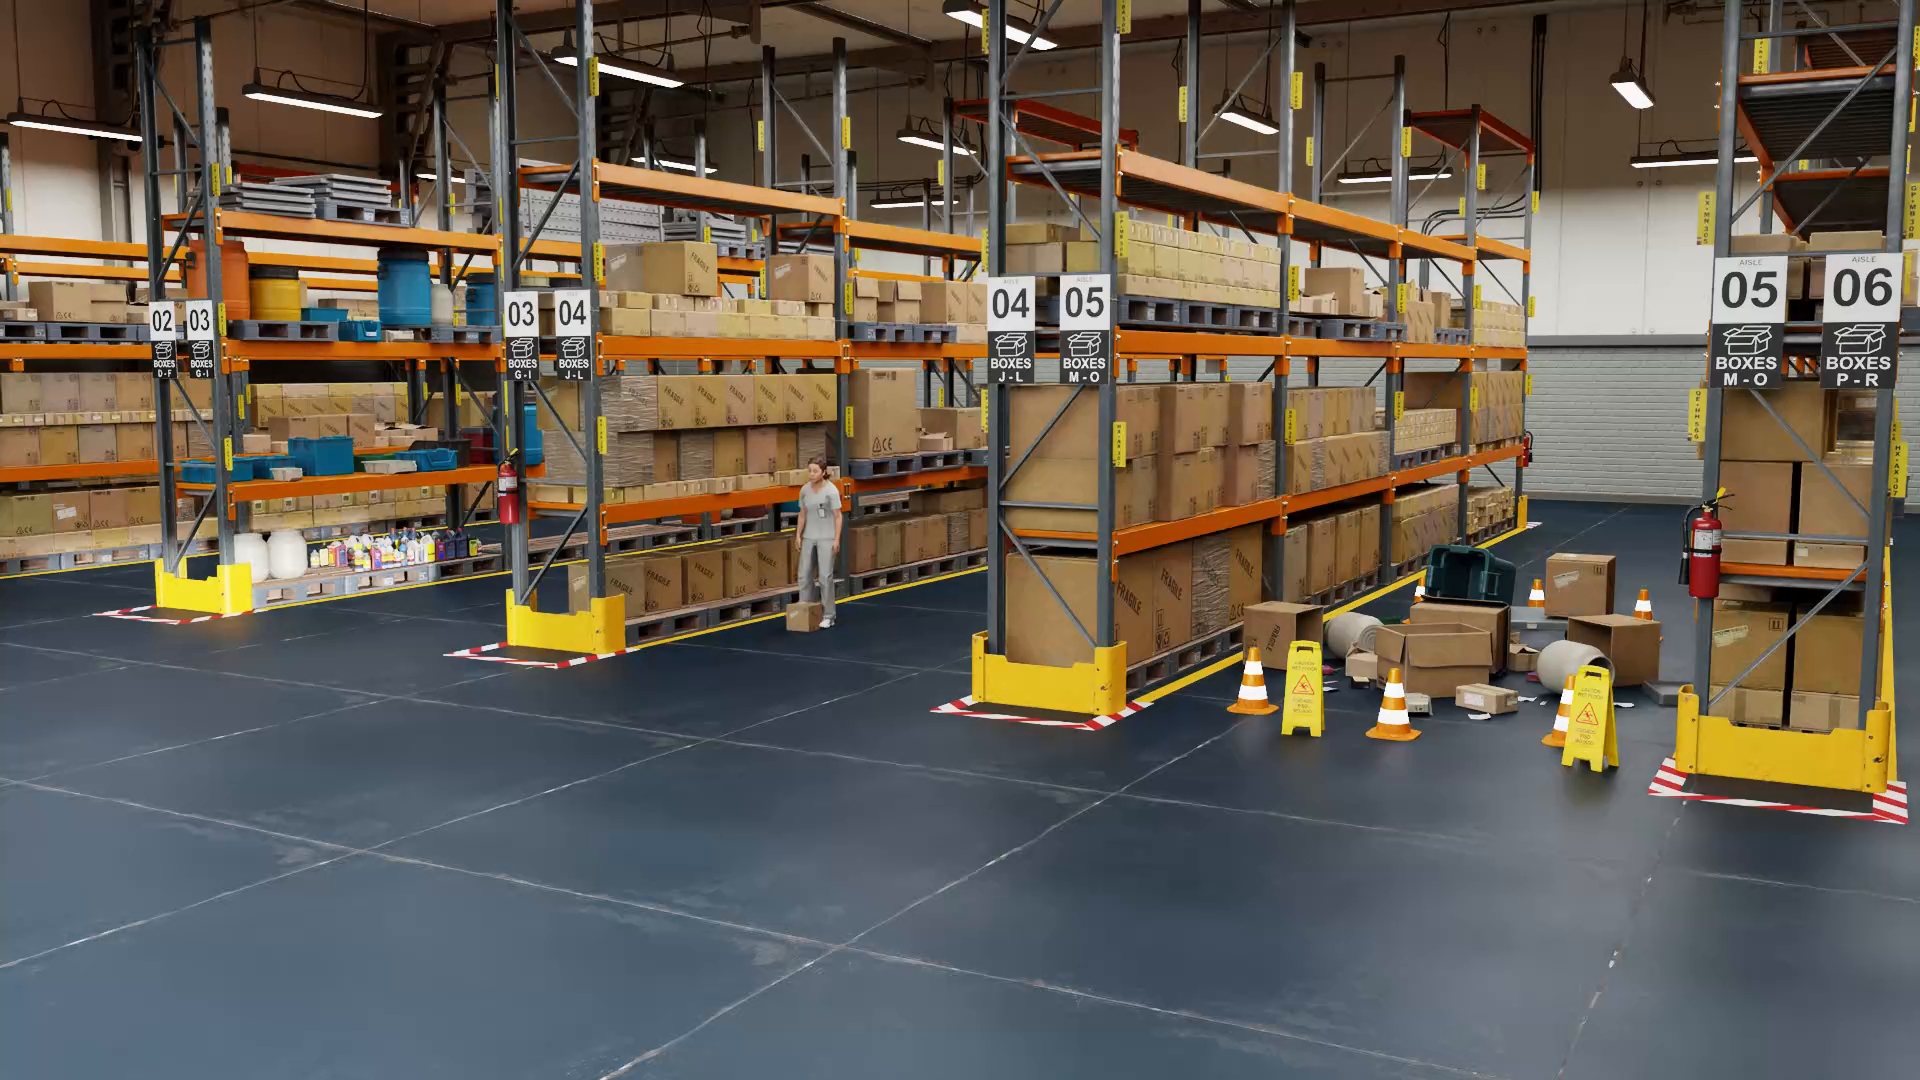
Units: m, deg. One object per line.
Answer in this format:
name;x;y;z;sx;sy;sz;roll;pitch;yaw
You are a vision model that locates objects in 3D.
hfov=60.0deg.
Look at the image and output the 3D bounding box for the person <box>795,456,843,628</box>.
person;-1.391;0.012;16.229;0.510;1.671;0.366;3;7;25
